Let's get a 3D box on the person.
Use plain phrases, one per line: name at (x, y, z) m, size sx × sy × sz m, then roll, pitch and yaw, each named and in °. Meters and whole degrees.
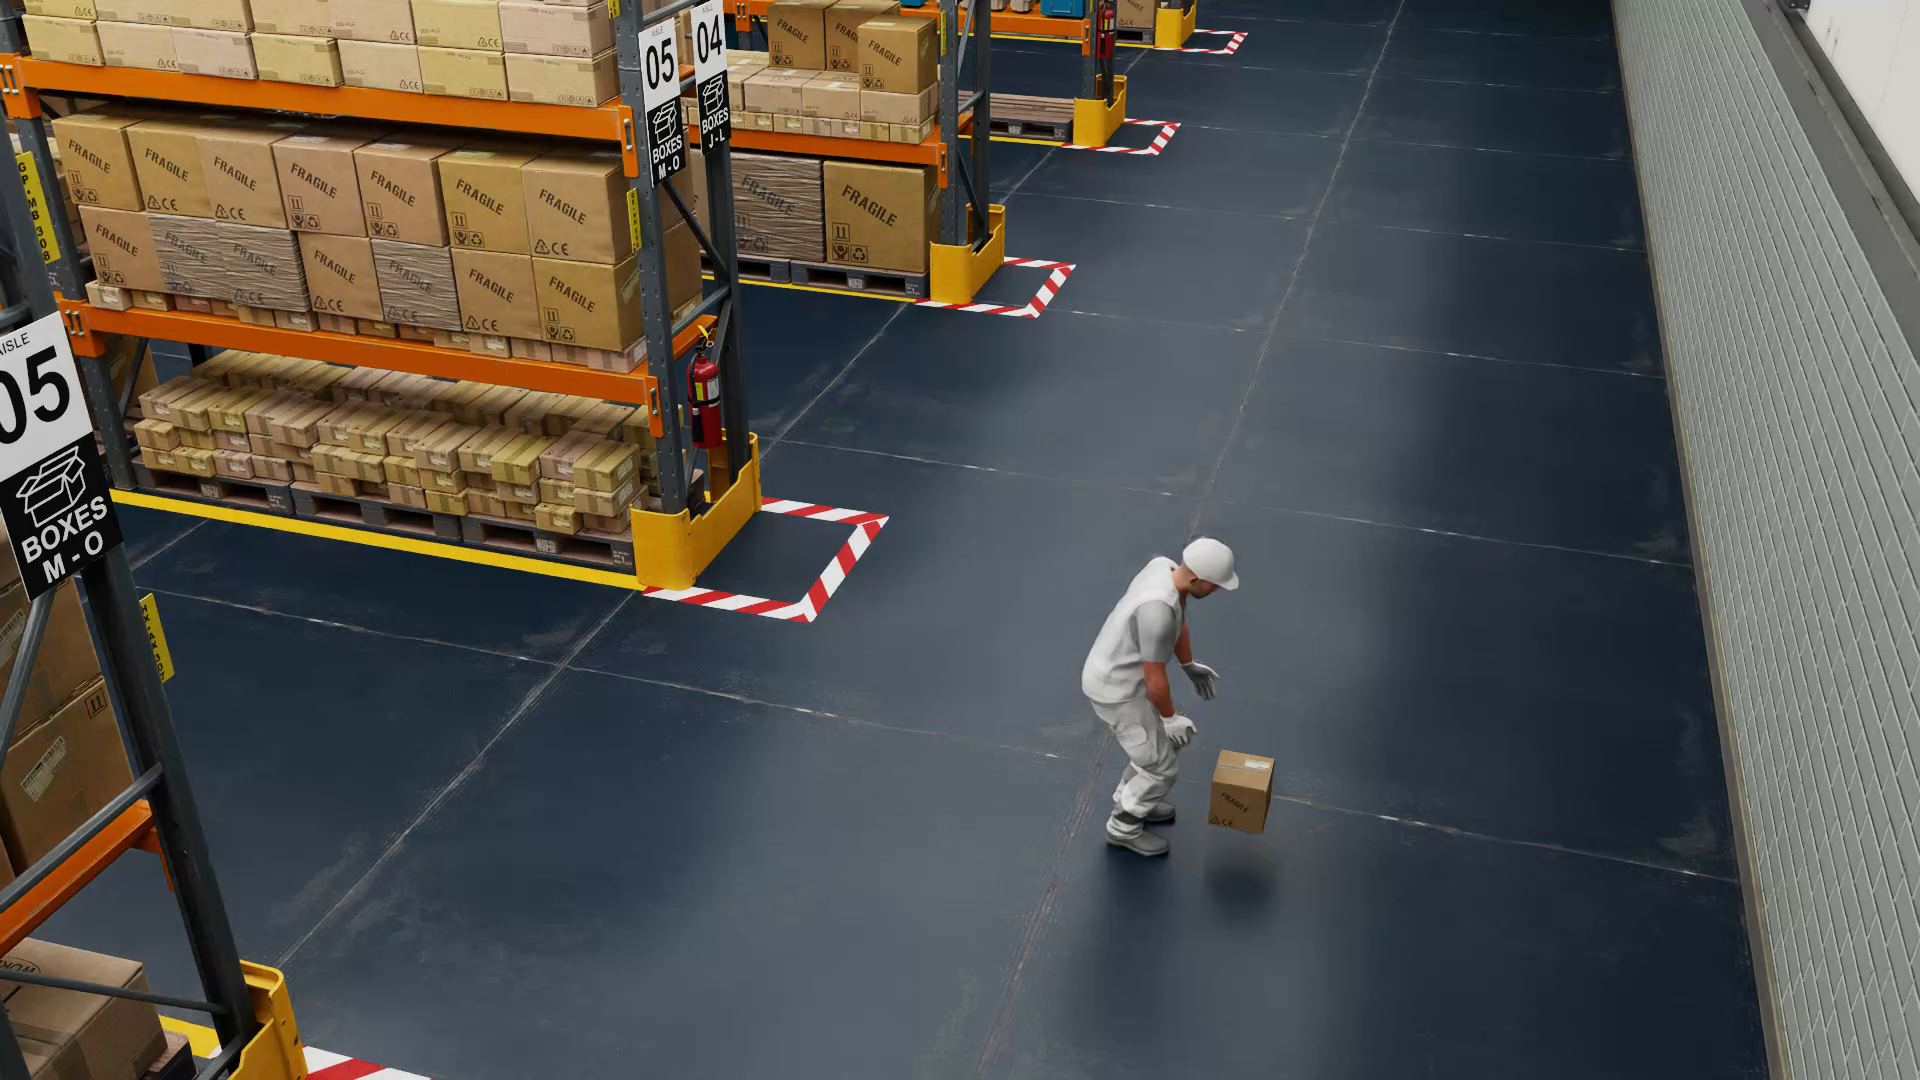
person at (0.886, 0.664, 7.502) m, size 0.647 × 1.580 × 0.575 m, roll 9°, pitch 30°, yaw 15°
